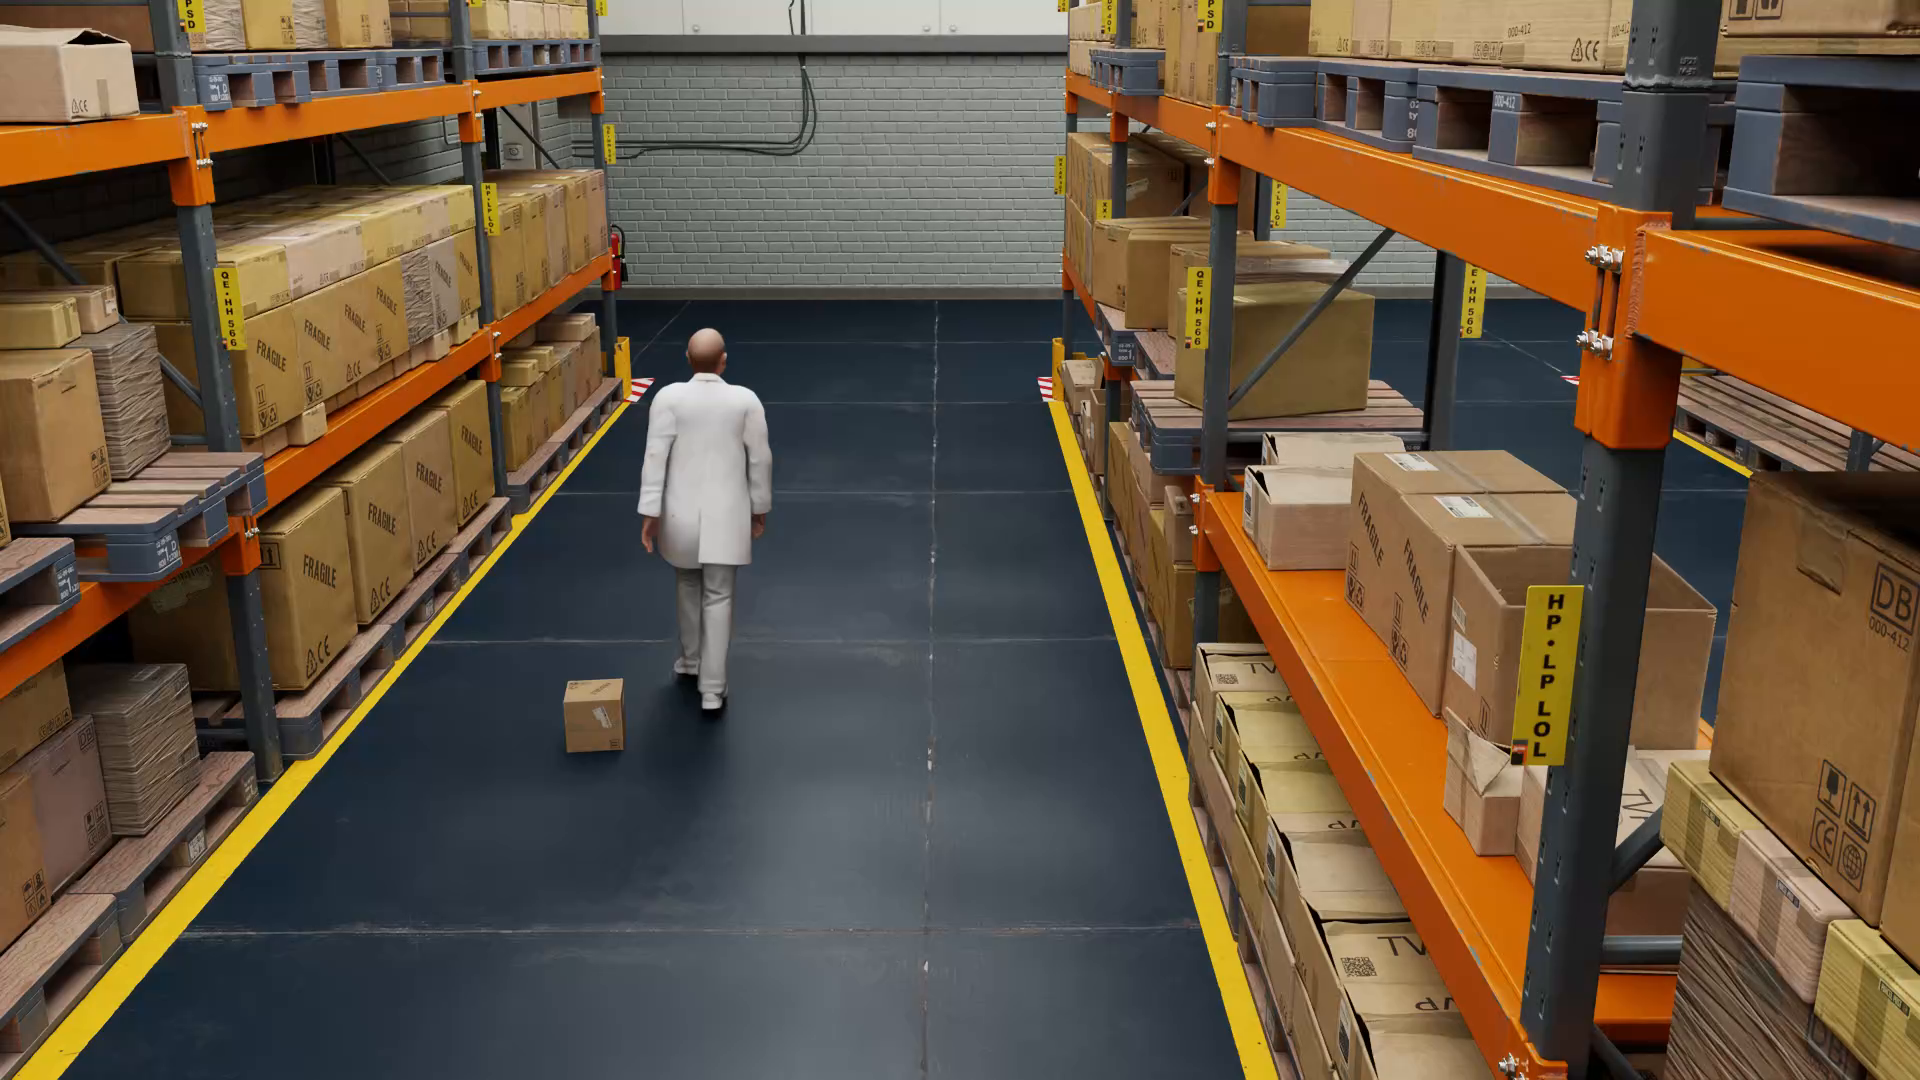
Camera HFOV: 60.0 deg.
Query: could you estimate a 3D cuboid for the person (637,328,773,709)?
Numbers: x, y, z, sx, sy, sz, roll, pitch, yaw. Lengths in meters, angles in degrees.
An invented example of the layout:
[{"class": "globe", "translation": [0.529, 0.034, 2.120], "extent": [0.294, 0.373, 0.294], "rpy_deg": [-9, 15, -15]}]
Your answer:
[{"class": "person", "translation": [-1.196, -0.098, 7.919], "extent": [0.618, 1.804, 0.793], "rpy_deg": [0, 17, -1]}]
